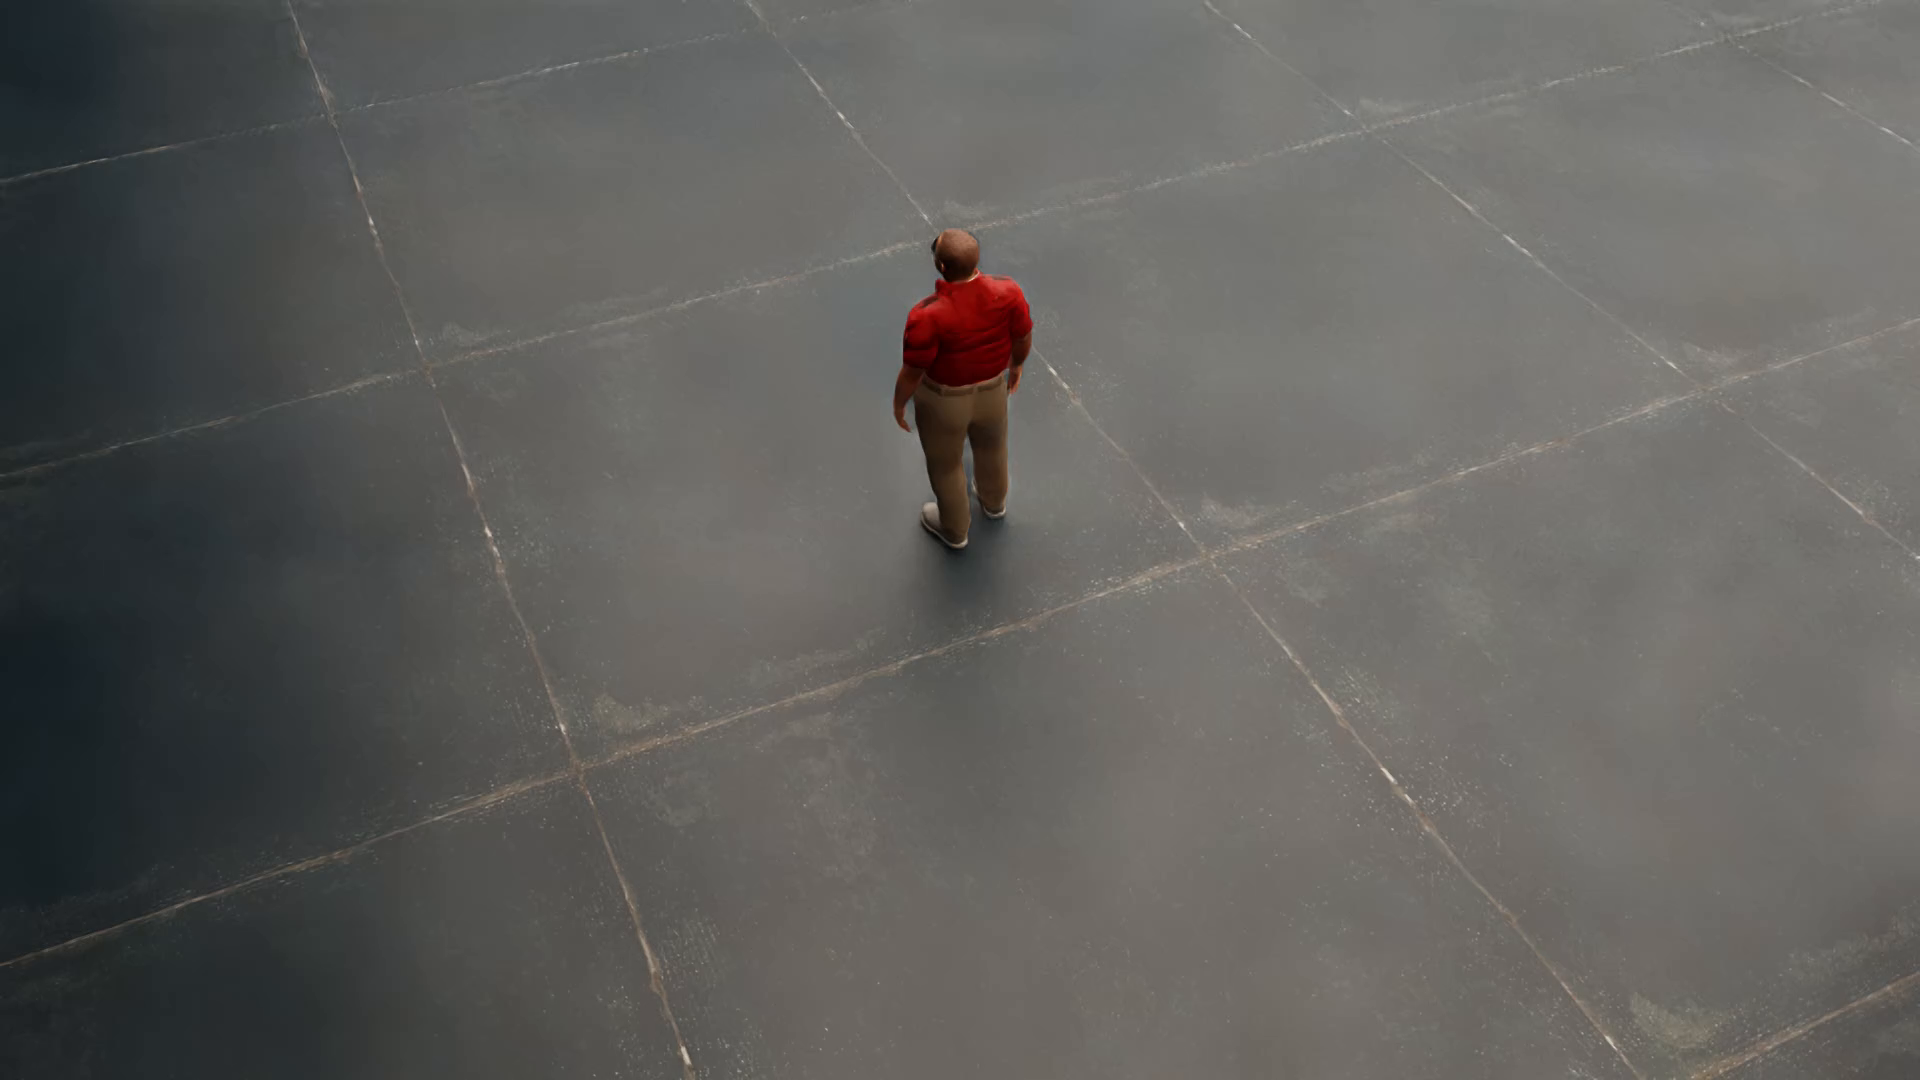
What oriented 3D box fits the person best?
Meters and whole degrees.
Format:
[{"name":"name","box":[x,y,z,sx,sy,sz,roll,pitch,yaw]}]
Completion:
[{"name":"person","box":[-0.027,-0.696,7.297,0.640,1.726,0.550,-18,46,-18]}]
